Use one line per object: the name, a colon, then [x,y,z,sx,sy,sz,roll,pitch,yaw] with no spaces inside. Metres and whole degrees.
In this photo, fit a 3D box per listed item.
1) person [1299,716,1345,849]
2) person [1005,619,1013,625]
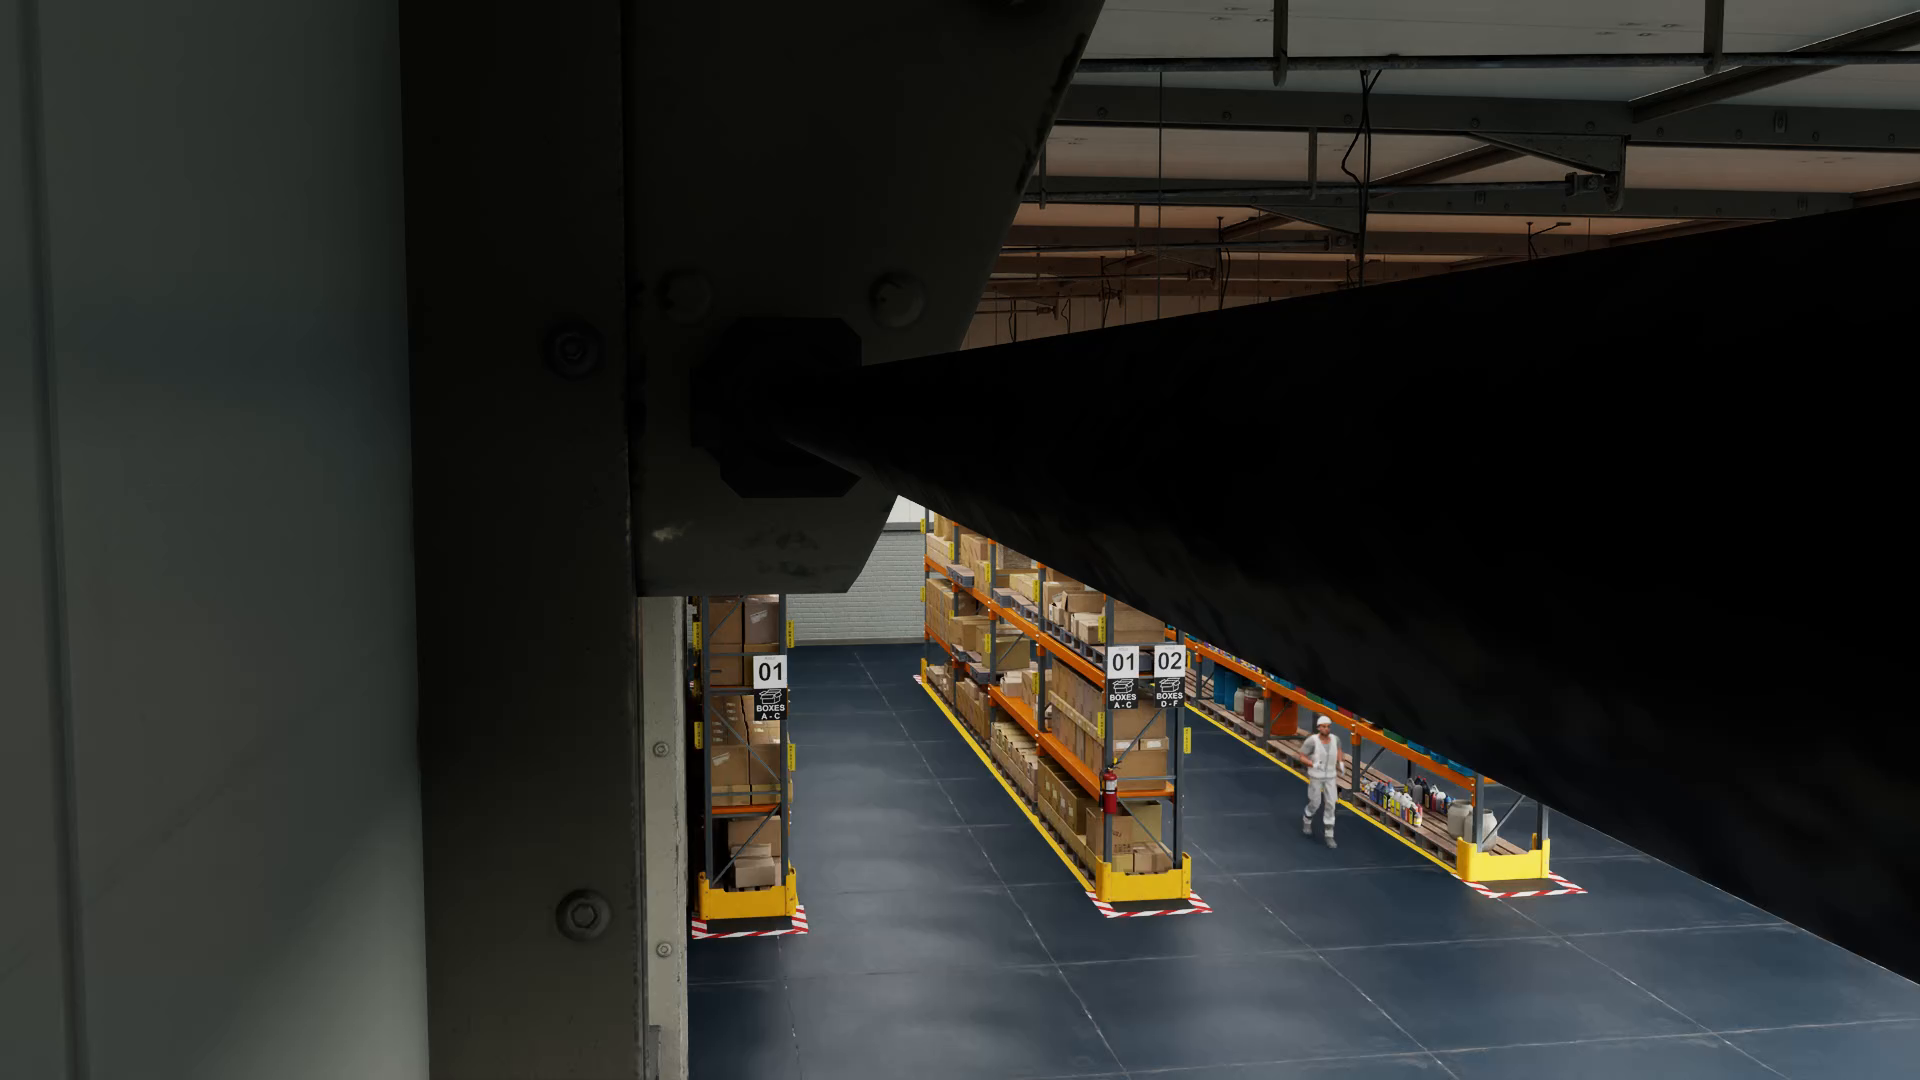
person: [5.108,3.364,23.460,0.685,1.806,0.884,-1,5,-8]
person: [1.016,2.013,37.138,0.611,1.738,0.724,-5,7,-43]
